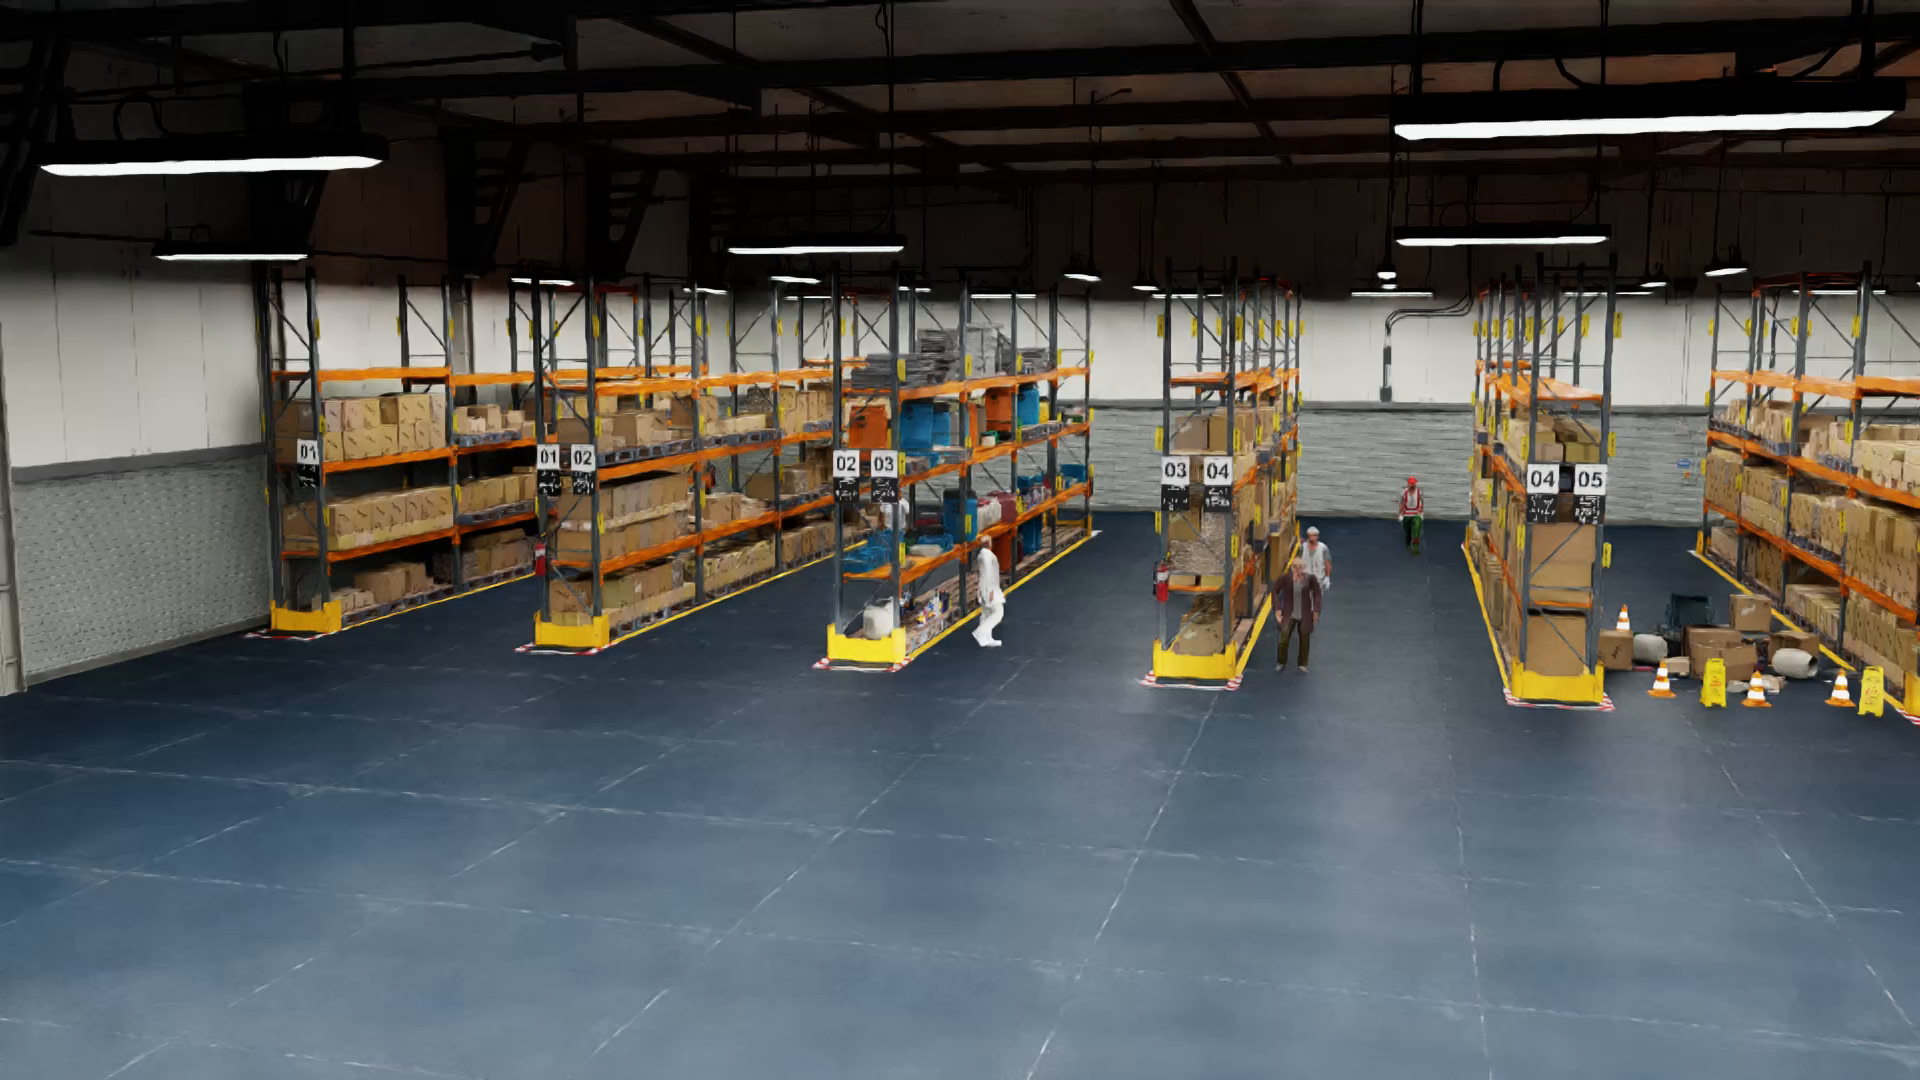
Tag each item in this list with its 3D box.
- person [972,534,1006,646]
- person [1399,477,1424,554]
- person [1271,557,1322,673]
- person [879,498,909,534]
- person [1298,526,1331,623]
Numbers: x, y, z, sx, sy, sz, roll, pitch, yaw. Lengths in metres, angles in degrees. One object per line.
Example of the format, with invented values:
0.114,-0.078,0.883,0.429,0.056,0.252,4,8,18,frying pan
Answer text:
0.440,0.799,26.231,0.517,1.777,0.634,-2,7,-12,person
10.081,-0.573,37.176,0.545,1.709,1.123,2,8,17,person
4.889,1.083,24.221,0.729,1.734,0.546,2,7,12,person
-1.370,-0.274,34.989,0.719,1.714,0.578,2,7,13,person
5.906,0.622,27.790,0.564,1.736,1.044,2,7,13,person
